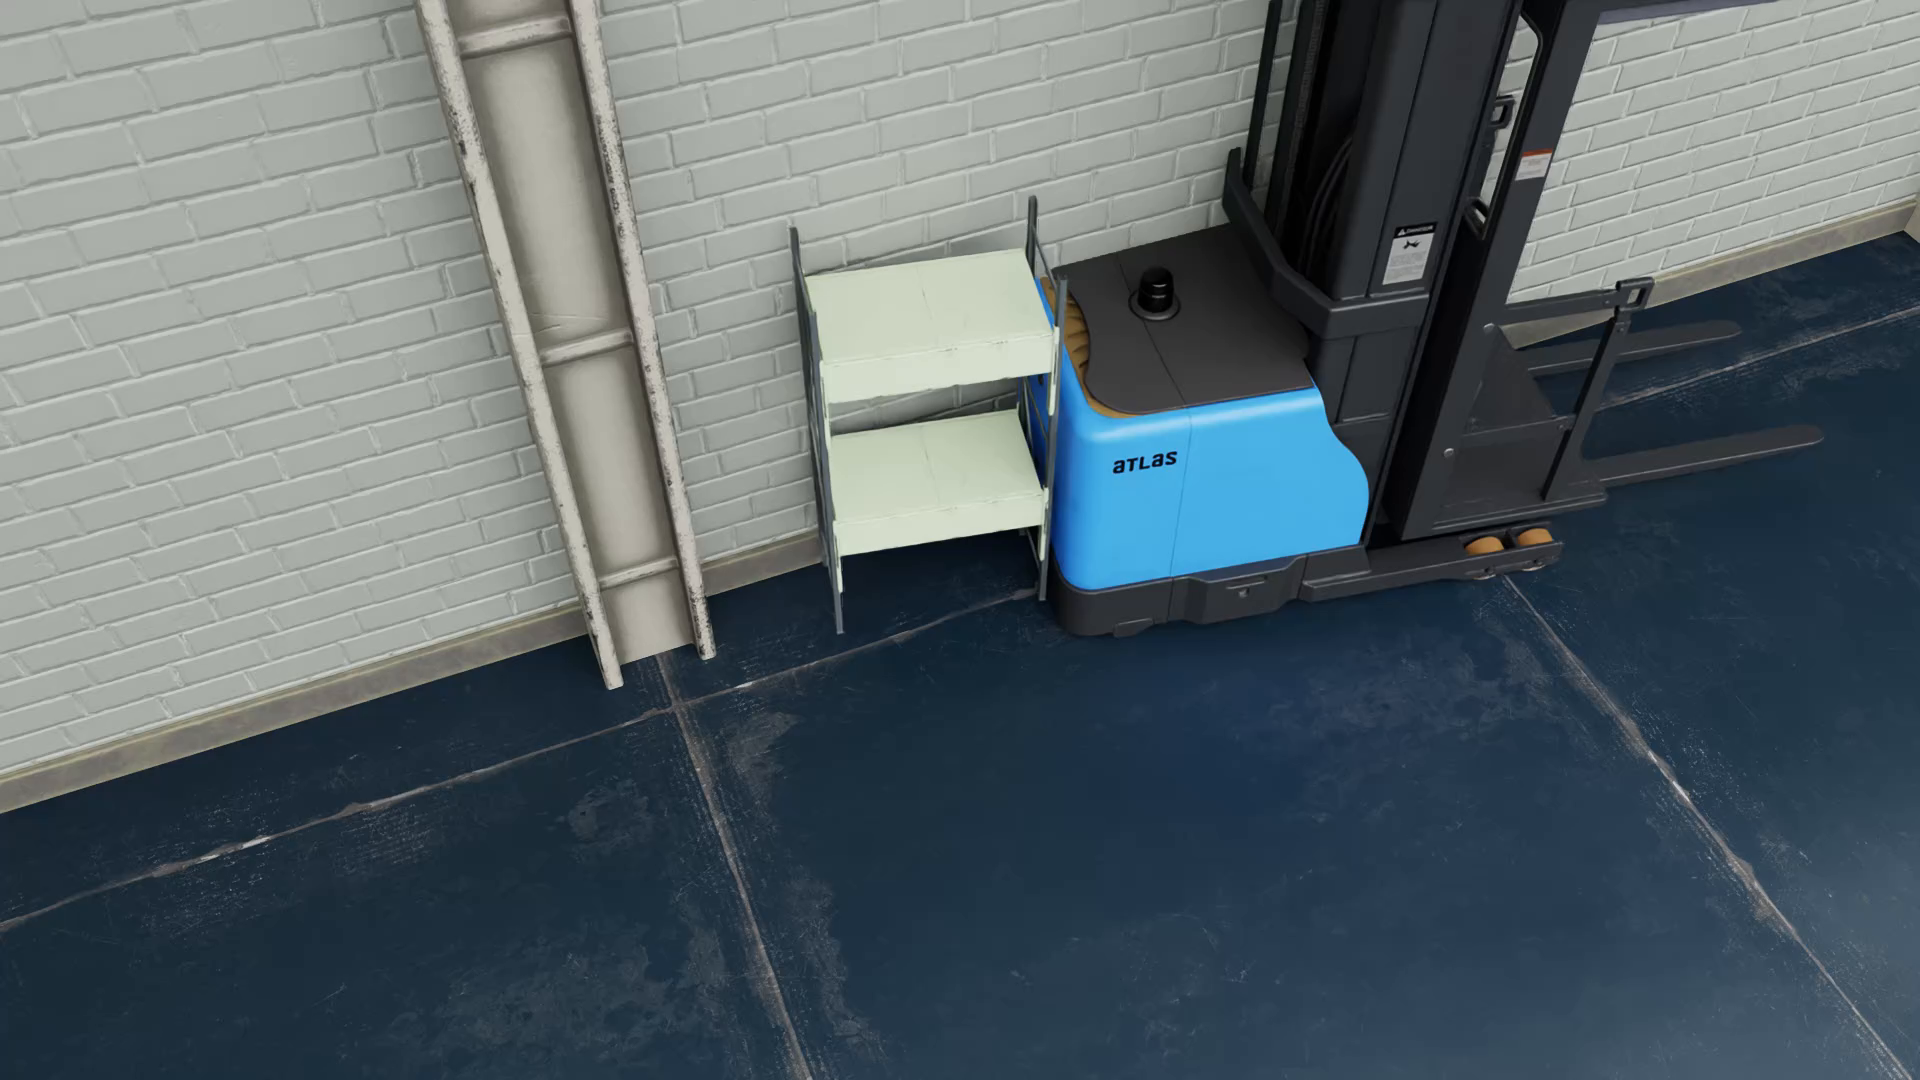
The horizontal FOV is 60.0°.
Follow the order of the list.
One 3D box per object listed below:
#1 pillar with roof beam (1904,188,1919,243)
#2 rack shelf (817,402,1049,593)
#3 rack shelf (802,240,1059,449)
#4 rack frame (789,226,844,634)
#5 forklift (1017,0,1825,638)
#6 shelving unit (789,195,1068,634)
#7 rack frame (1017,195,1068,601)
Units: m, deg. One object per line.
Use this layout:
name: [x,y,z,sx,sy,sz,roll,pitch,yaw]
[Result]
pillar with roof beam: [6.079,-1.270,1.409,0.400,9.000,9.100,-17,52,-14]
rack shelf: [-0.102,-0.148,5.702,0.720,0.370,0.431,-9,51,-8]
rack shelf: [-0.100,-0.609,5.153,0.720,0.370,0.431,-9,51,-8]
rack frame: [-0.459,-0.301,5.404,0.023,1.500,0.400,-9,51,-8]
forklift: [1.727,-1.192,5.342,3.031,2.935,1.130,-10,50,-8]
shelving unit: [-0.101,-0.358,5.452,0.755,1.500,0.431,-9,51,-8]
rack frame: [0.257,-0.415,5.501,0.023,1.500,0.400,-9,51,-8]
